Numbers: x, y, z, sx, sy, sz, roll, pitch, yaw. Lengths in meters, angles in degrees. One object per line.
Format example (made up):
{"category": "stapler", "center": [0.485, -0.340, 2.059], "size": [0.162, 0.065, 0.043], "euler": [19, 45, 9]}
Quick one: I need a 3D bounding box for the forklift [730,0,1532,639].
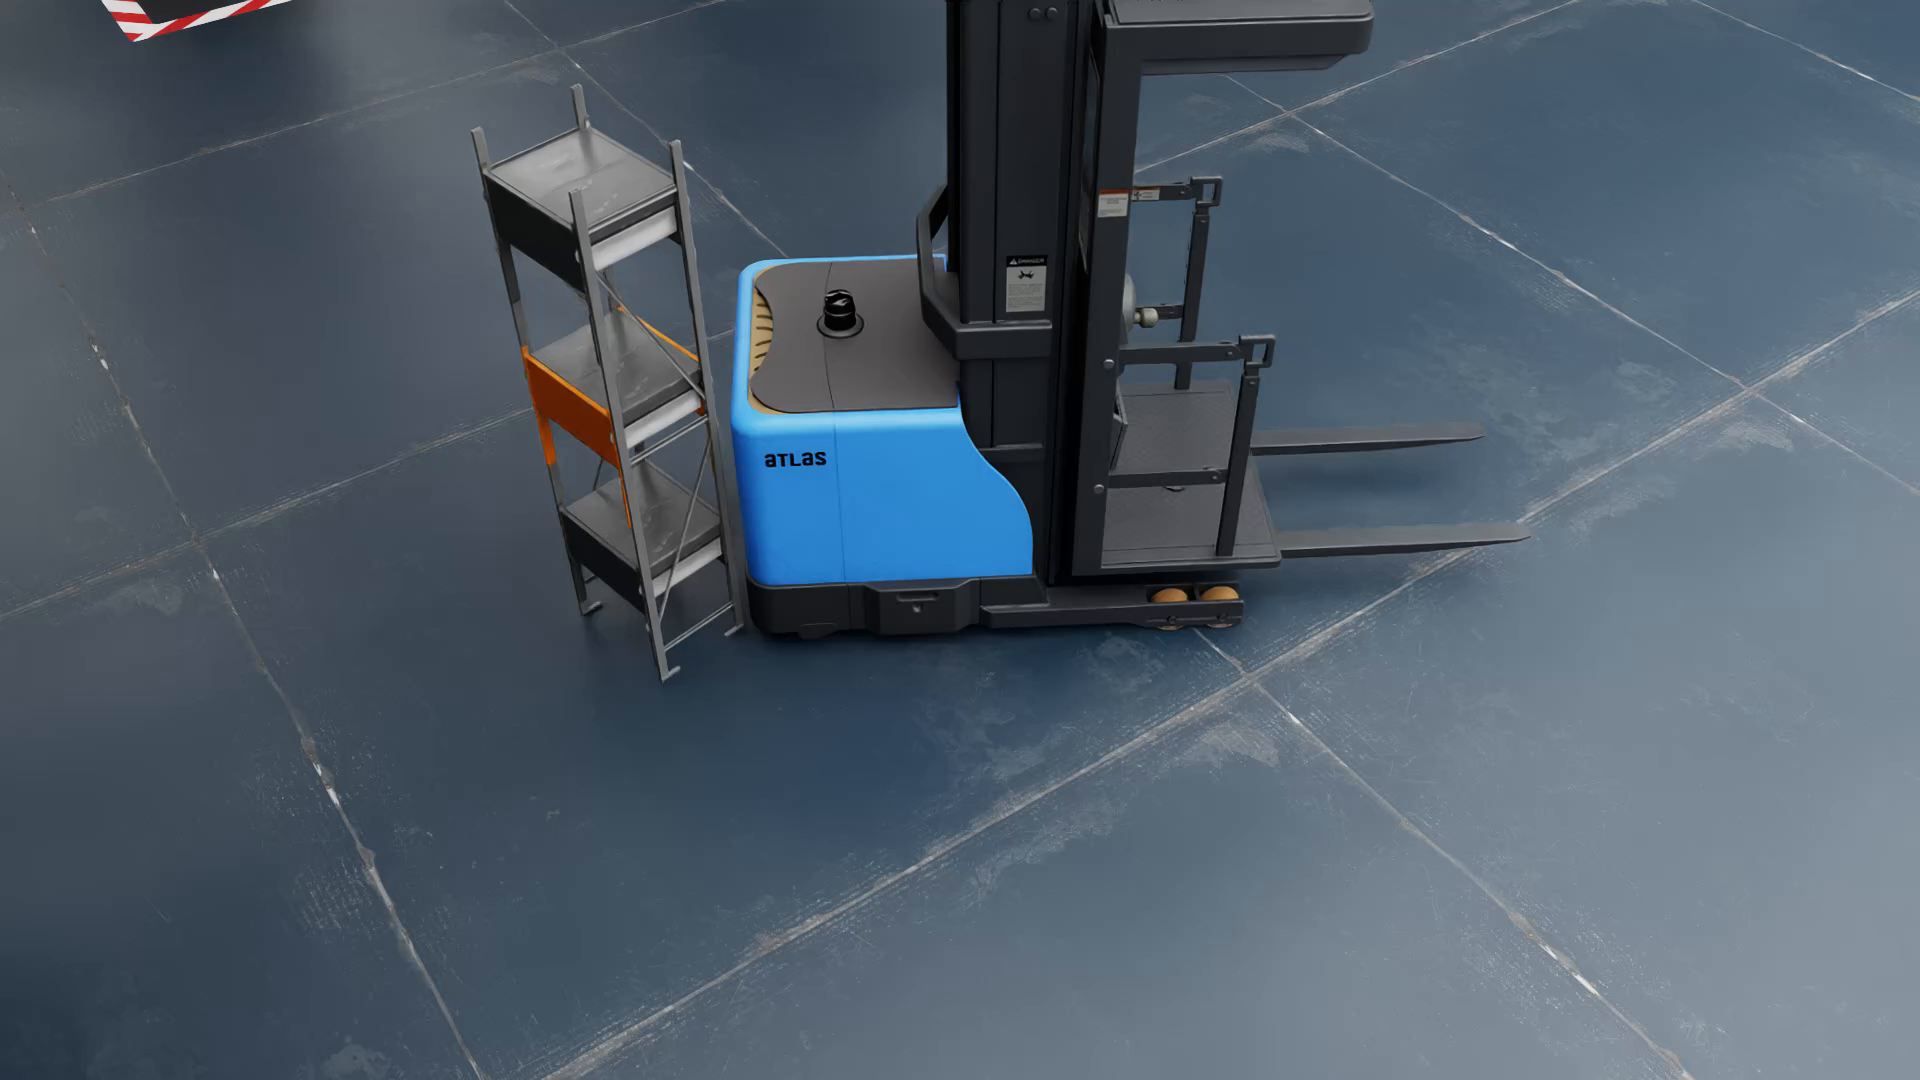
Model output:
{"category": "forklift", "center": [0.686, -1.079, 5.758], "size": [3.031, 2.935, 1.130], "euler": [-2, 44, -3]}

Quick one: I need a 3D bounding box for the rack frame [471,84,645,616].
{"category": "rack frame", "center": [-1.327, -0.567, 5.823], "size": [0.015, 2.100, 0.400], "euler": [34, 53, 30]}

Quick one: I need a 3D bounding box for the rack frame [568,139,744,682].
{"category": "rack frame", "center": [-0.976, -0.333, 5.578], "size": [0.015, 2.100, 0.400], "euler": [34, 53, 30]}

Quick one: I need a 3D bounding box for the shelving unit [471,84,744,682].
{"category": "shelving unit", "center": [-1.152, -0.450, 5.700], "size": [0.503, 2.100, 0.431], "euler": [34, 53, 30]}

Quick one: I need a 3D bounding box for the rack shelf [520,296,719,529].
{"category": "rack shelf", "center": [-1.152, -0.440, 5.710], "size": [0.480, 0.518, 0.431], "euler": [34, 53, 30]}

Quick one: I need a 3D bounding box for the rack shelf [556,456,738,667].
{"category": "rack shelf", "center": [-1.151, 0.066, 6.193], "size": [0.480, 0.518, 0.431], "euler": [34, 53, 30]}

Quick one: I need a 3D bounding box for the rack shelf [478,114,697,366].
{"category": "rack shelf", "center": [-1.152, -0.946, 5.226], "size": [0.480, 0.518, 0.431], "euler": [34, 53, 30]}
